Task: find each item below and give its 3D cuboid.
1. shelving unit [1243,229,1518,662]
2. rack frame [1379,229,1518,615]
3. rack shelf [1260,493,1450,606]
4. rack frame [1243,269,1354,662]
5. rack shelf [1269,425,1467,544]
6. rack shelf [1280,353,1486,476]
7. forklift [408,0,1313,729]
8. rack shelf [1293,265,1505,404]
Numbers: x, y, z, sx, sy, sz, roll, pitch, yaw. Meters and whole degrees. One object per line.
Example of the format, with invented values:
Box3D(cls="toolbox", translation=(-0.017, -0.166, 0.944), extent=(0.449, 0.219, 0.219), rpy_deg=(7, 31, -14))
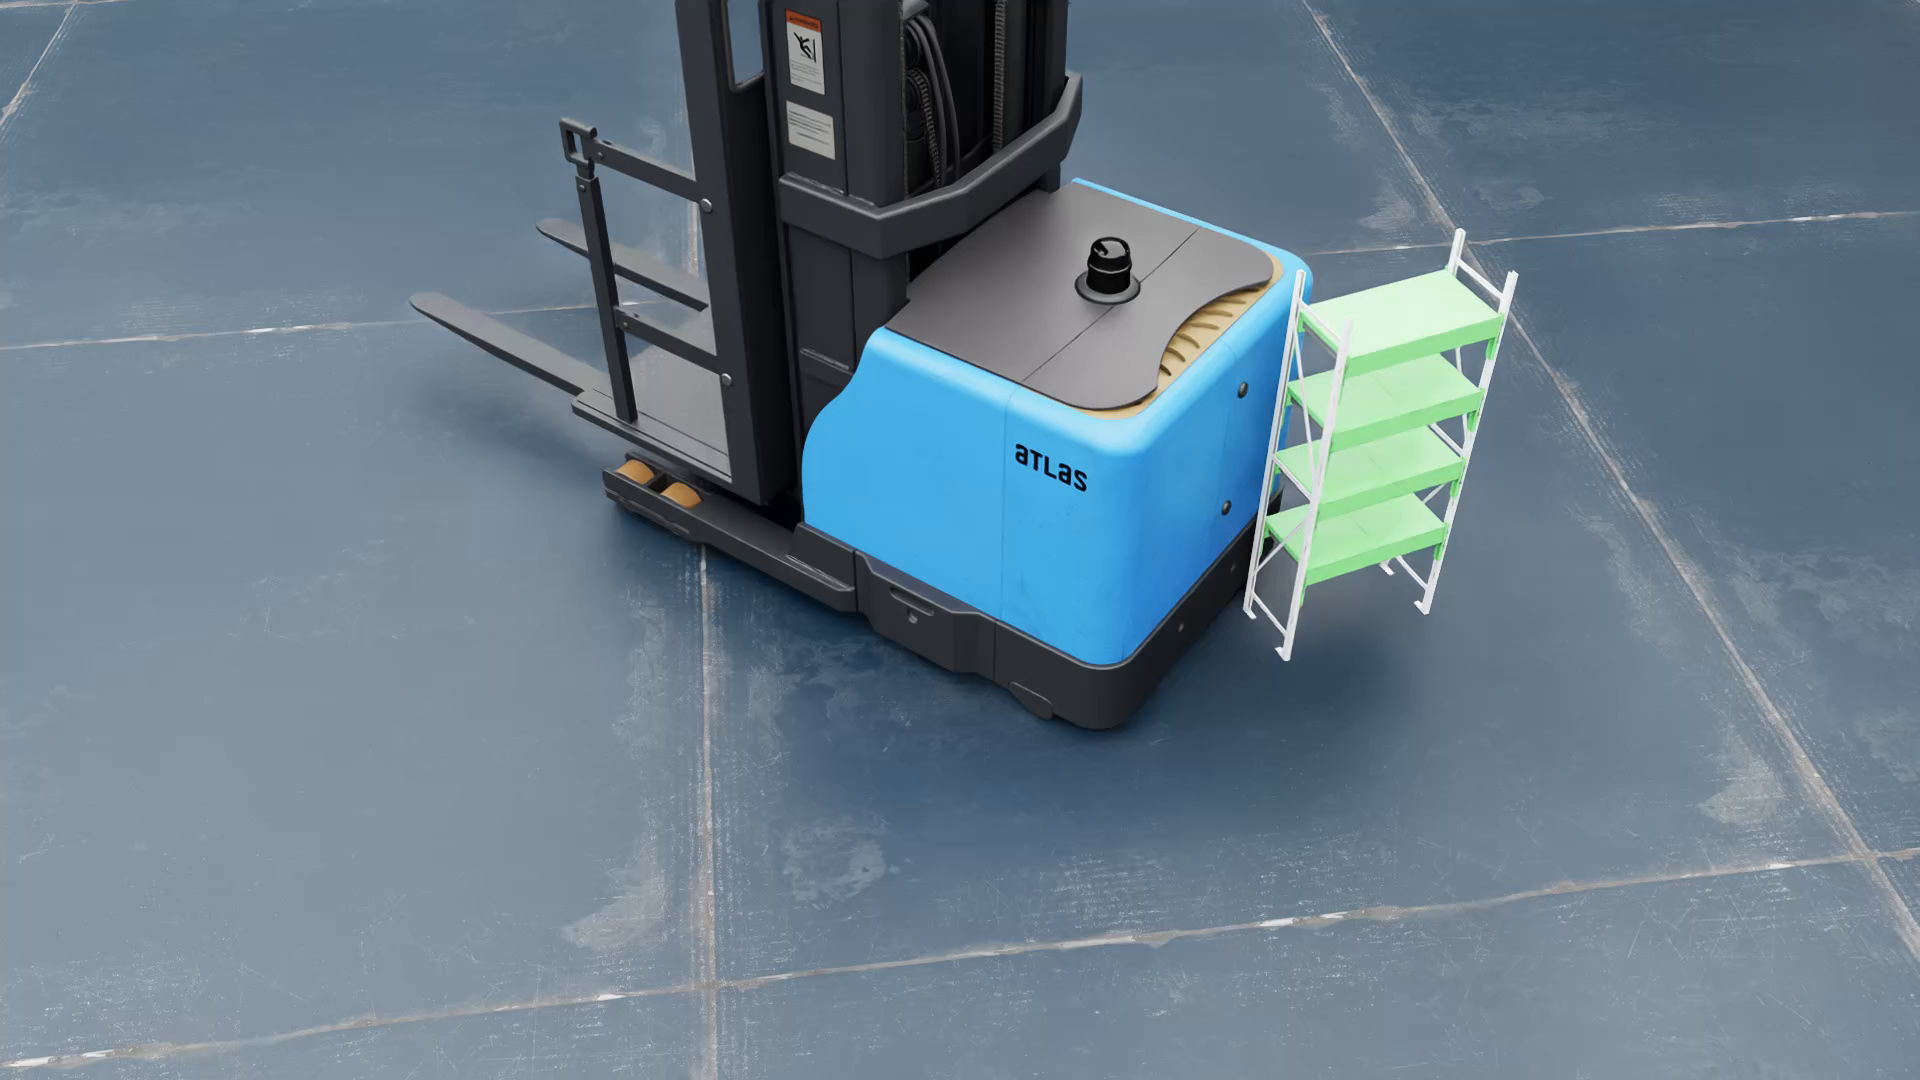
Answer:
Box3D(cls="shelving unit", translation=(1.132, -0.231, 4.610), extent=(0.503, 1.200, 0.258), rpy_deg=(-16, 45, -17))
Box3D(cls="rack frame", translation=(1.356, -0.296, 4.682), extent=(0.015, 1.200, 0.240), rpy_deg=(-16, 45, -17))
Box3D(cls="rack shelf", translation=(1.132, -0.005, 4.814), extent=(0.480, 0.148, 0.258), rpy_deg=(-16, 45, -17))
Box3D(cls="rack frame", translation=(0.908, -0.166, 4.538), extent=(0.015, 1.200, 0.240), rpy_deg=(-16, 45, -17))
Box3D(cls="rack shelf", translation=(1.132, -0.184, 4.653), extent=(0.480, 0.148, 0.258), rpy_deg=(-16, 45, -17))
Box3D(cls="rack shelf", translation=(1.132, -0.362, 4.492), extent=(0.480, 0.148, 0.258), rpy_deg=(-16, 45, -17))
Box3D(cls="forklift", translation=(-0.522, -1.363, 4.572), extent=(3.031, 2.935, 1.130), rpy_deg=(26, 48, 26))
Box3D(cls="rack shelf", translation=(1.132, -0.540, 4.332), extent=(0.480, 0.148, 0.258), rpy_deg=(-16, 45, -17))
